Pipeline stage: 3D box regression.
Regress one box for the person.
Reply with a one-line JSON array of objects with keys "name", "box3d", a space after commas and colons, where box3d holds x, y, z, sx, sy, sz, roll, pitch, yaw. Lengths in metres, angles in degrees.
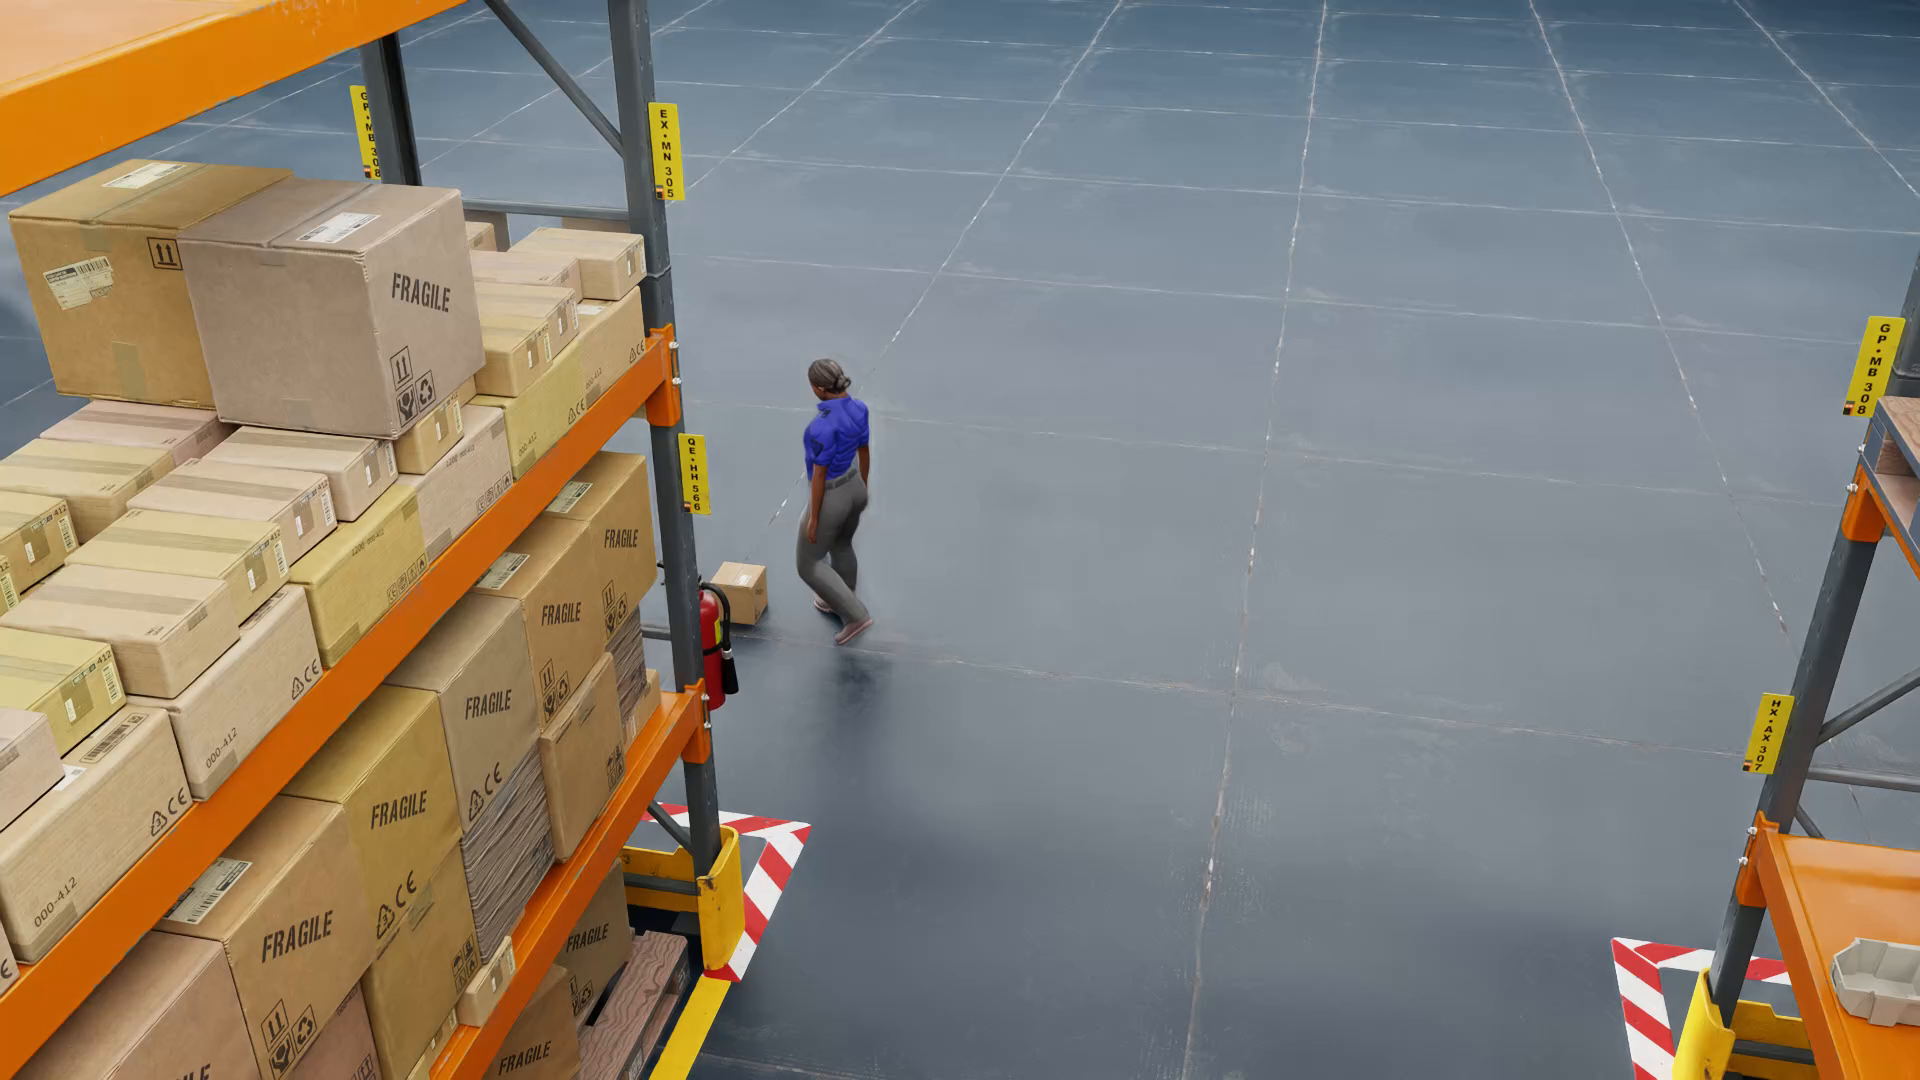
[{"name": "person", "box3d": [-0.666, -0.210, 8.976, 0.587, 1.649, 0.529, 14, 32, 24]}]
